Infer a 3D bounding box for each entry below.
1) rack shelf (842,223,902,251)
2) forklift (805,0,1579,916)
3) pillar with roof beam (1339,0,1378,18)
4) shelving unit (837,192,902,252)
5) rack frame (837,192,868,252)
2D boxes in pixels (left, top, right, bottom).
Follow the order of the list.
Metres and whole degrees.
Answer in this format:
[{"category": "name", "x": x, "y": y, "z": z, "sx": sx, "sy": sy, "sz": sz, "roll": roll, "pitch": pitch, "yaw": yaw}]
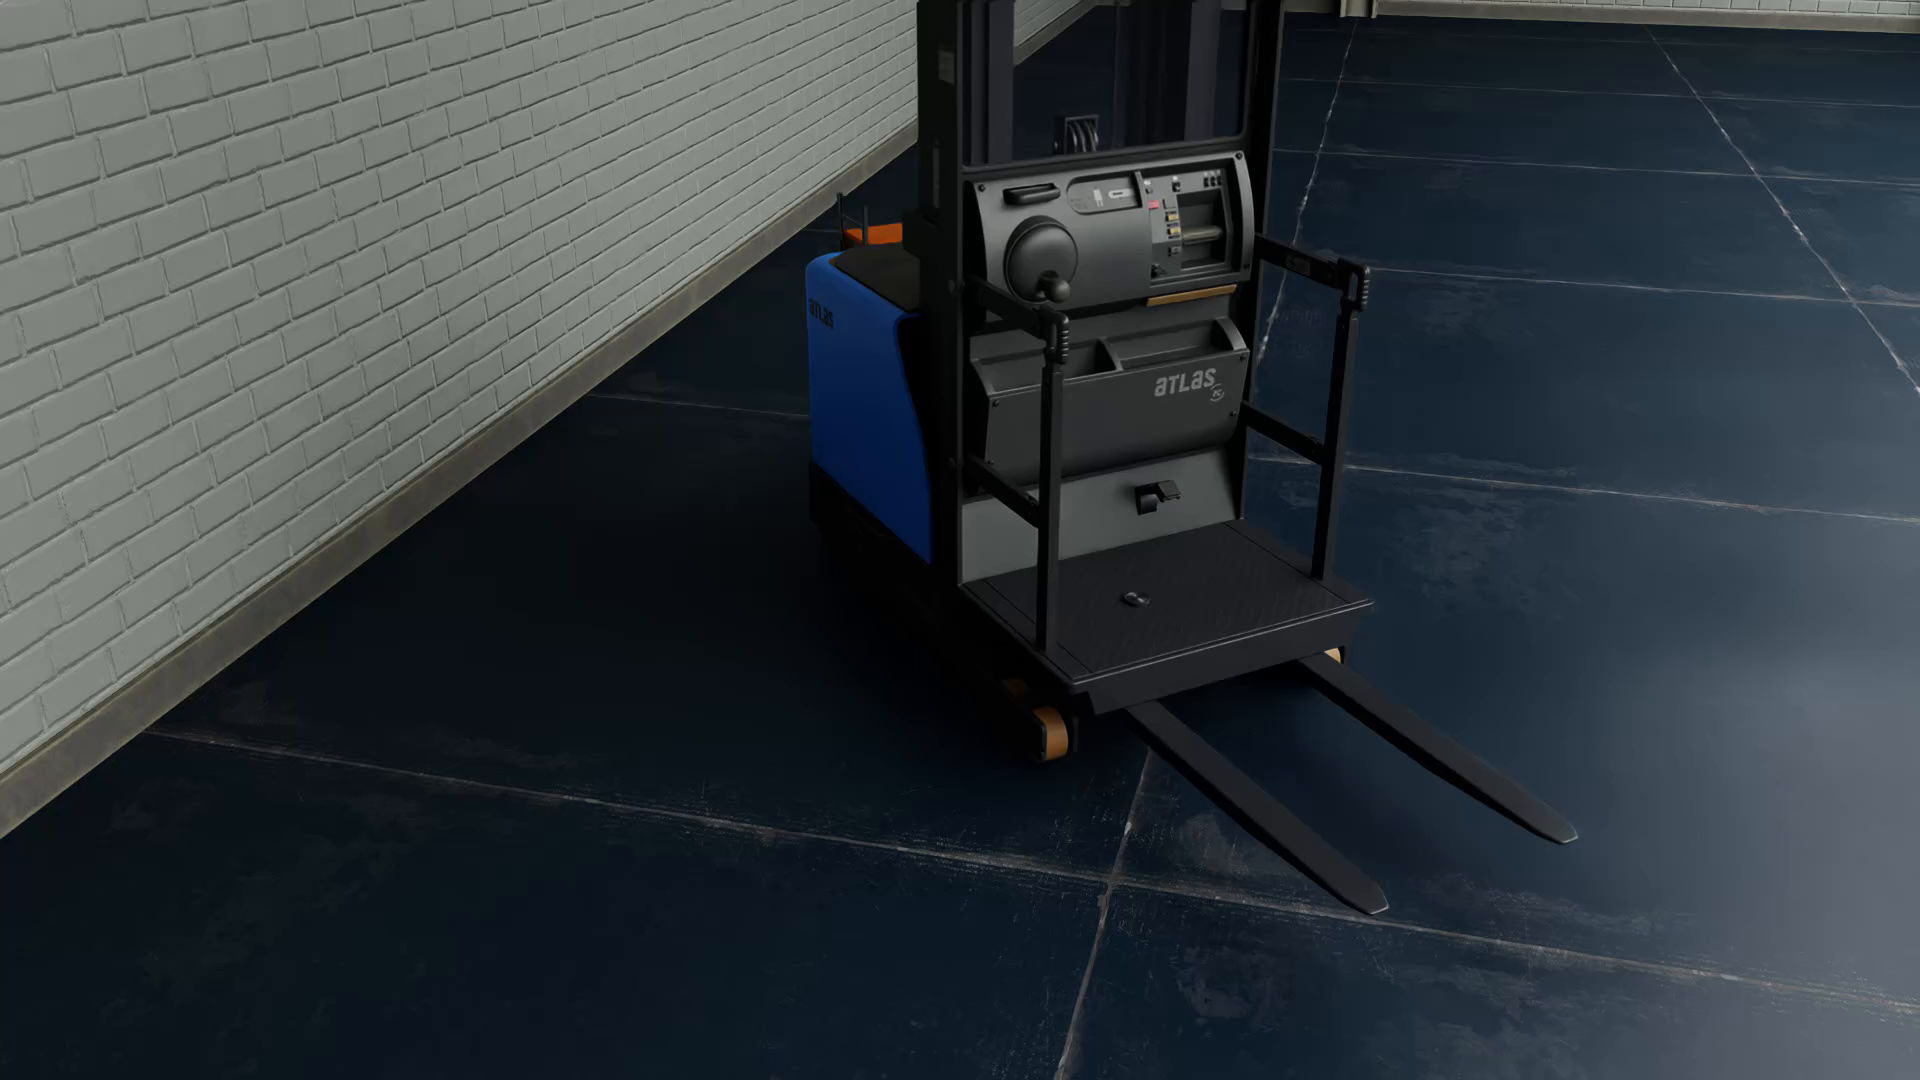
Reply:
[{"category": "rack shelf", "x": -0.177, "y": -1.103, "z": 6.256, "sx": 0.480, "sy": 0.148, "sz": 0.258, "roll": -12, "pitch": 28, "yaw": -24}, {"category": "forklift", "x": 0.563, "y": -0.889, "z": 4.708, "sx": 1.130, "sy": 2.935, "sz": 3.031, "roll": -12, "pitch": 28, "yaw": -24}, {"category": "pillar with roof beam", "x": 3.361, "y": -8.111, "z": 12.819, "sx": 0.400, "sy": 9.000, "sz": 9.100, "roll": 6, "pitch": 26, "yaw": 13}, {"category": "shelving unit", "x": -0.177, "y": -0.748, "z": 6.425, "sx": 0.503, "sy": 1.200, "sz": 0.258, "roll": -12, "pitch": 28, "yaw": -24}, {"category": "rack frame", "x": -0.394, "y": -0.700, "z": 6.324, "sx": 0.015, "sy": 1.200, "sz": 0.240, "roll": -12, "pitch": 28, "yaw": -24}]
